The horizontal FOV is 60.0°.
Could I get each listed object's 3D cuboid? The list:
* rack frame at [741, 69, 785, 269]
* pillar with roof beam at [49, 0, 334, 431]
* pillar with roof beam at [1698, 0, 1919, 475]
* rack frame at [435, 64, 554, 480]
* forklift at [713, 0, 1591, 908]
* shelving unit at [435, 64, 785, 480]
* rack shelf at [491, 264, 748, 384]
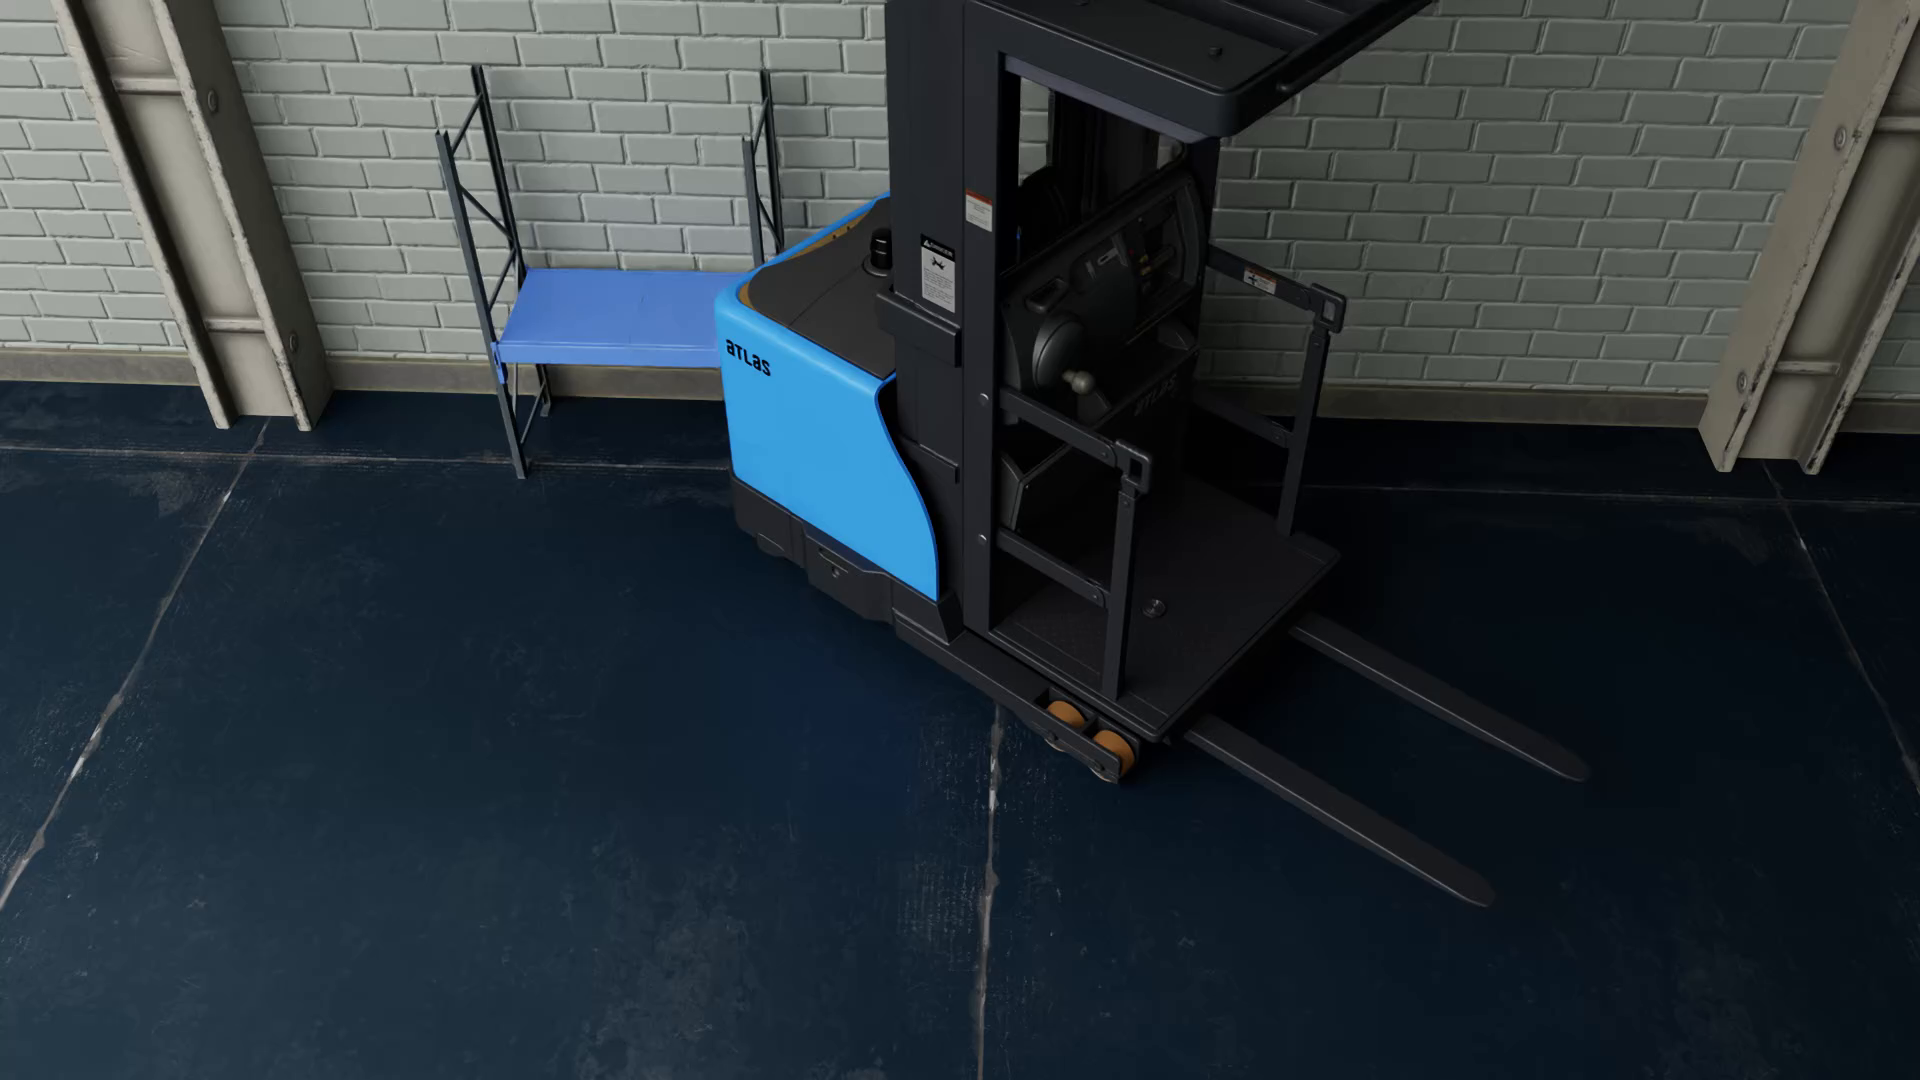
[{"bbox_3d":[-0.690,-0.927,6.142,0.032,1.500,0.500,2,43,2],"label":"rack frame"},{"bbox_3d":[-3.004,-0.914,0.629,0.400,9.000,9.100,2,43,2],"label":"pillar with roof beam"},{"bbox_3d":[2.990,-0.729,0.431,0.400,9.000,9.100,2,43,2],"label":"pillar with roof beam"},{"bbox_3d":[-1.705,-0.955,6.174,0.032,1.500,0.500,2,43,2],"label":"rack frame"},{"bbox_3d":[0.598,-0.698,4.849,3.031,2.935,1.130,31,51,29],"label":"forklift"},{"bbox_3d":[-1.198,-0.941,6.158,1.048,1.500,0.538,2,43,2],"label":"shelving unit"},{"bbox_3d":[-1.197,-0.809,6.281,1.000,0.185,0.538,2,43,2],"label":"rack shelf"}]
